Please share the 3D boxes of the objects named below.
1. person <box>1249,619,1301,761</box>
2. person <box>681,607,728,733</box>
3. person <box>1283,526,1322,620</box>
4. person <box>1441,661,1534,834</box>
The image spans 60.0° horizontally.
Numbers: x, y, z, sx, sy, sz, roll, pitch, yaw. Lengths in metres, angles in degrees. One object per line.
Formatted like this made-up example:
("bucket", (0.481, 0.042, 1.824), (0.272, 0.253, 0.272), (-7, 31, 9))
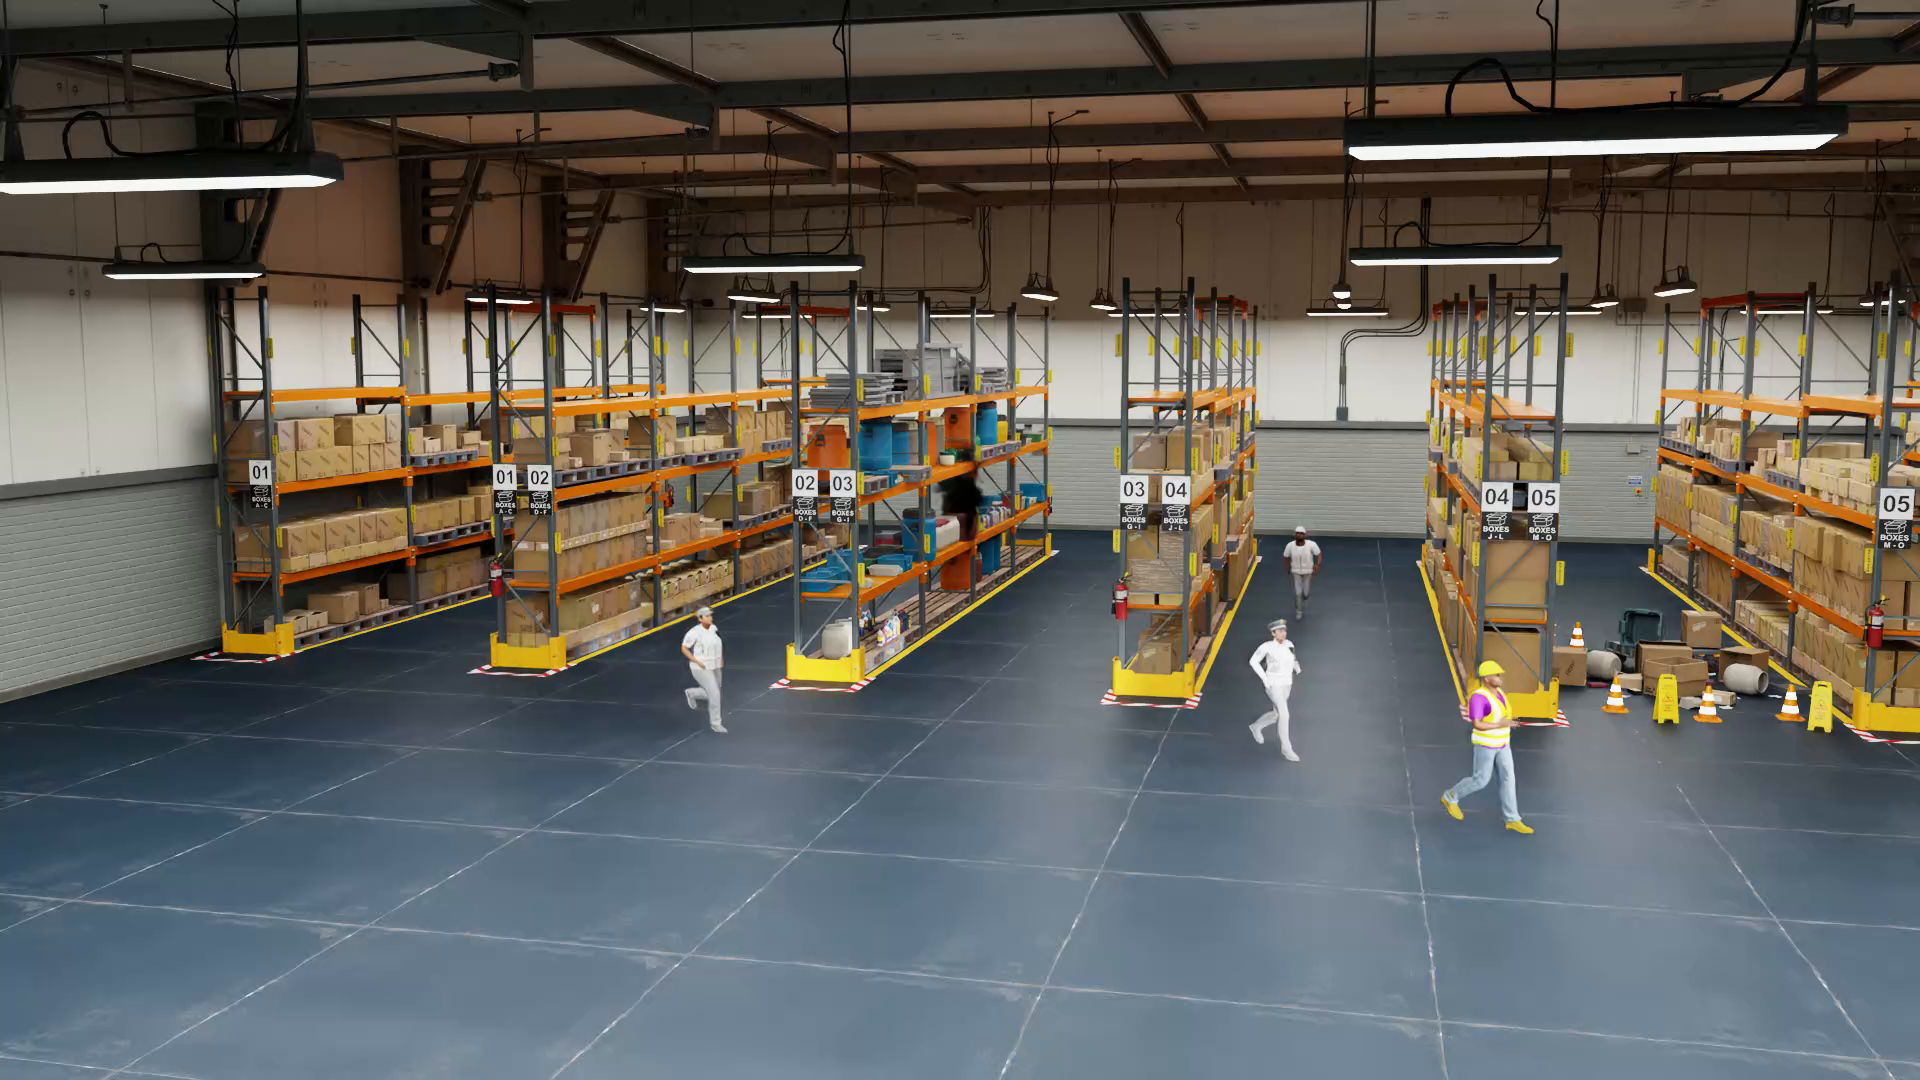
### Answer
("person", (3.922, 1.808, 20.572), (0.602, 1.712, 0.863), (-4, 8, -32))
("person", (-3.382, 1.702, 21.988), (0.835, 1.645, 0.603), (4, 8, 33))
("person", (6.357, 0.602, 30.925), (0.705, 1.736, 0.659), (2, 7, 16))
("person", (5.509, 2.123, 17.277), (0.703, 1.747, 0.987), (-6, 9, -42))
